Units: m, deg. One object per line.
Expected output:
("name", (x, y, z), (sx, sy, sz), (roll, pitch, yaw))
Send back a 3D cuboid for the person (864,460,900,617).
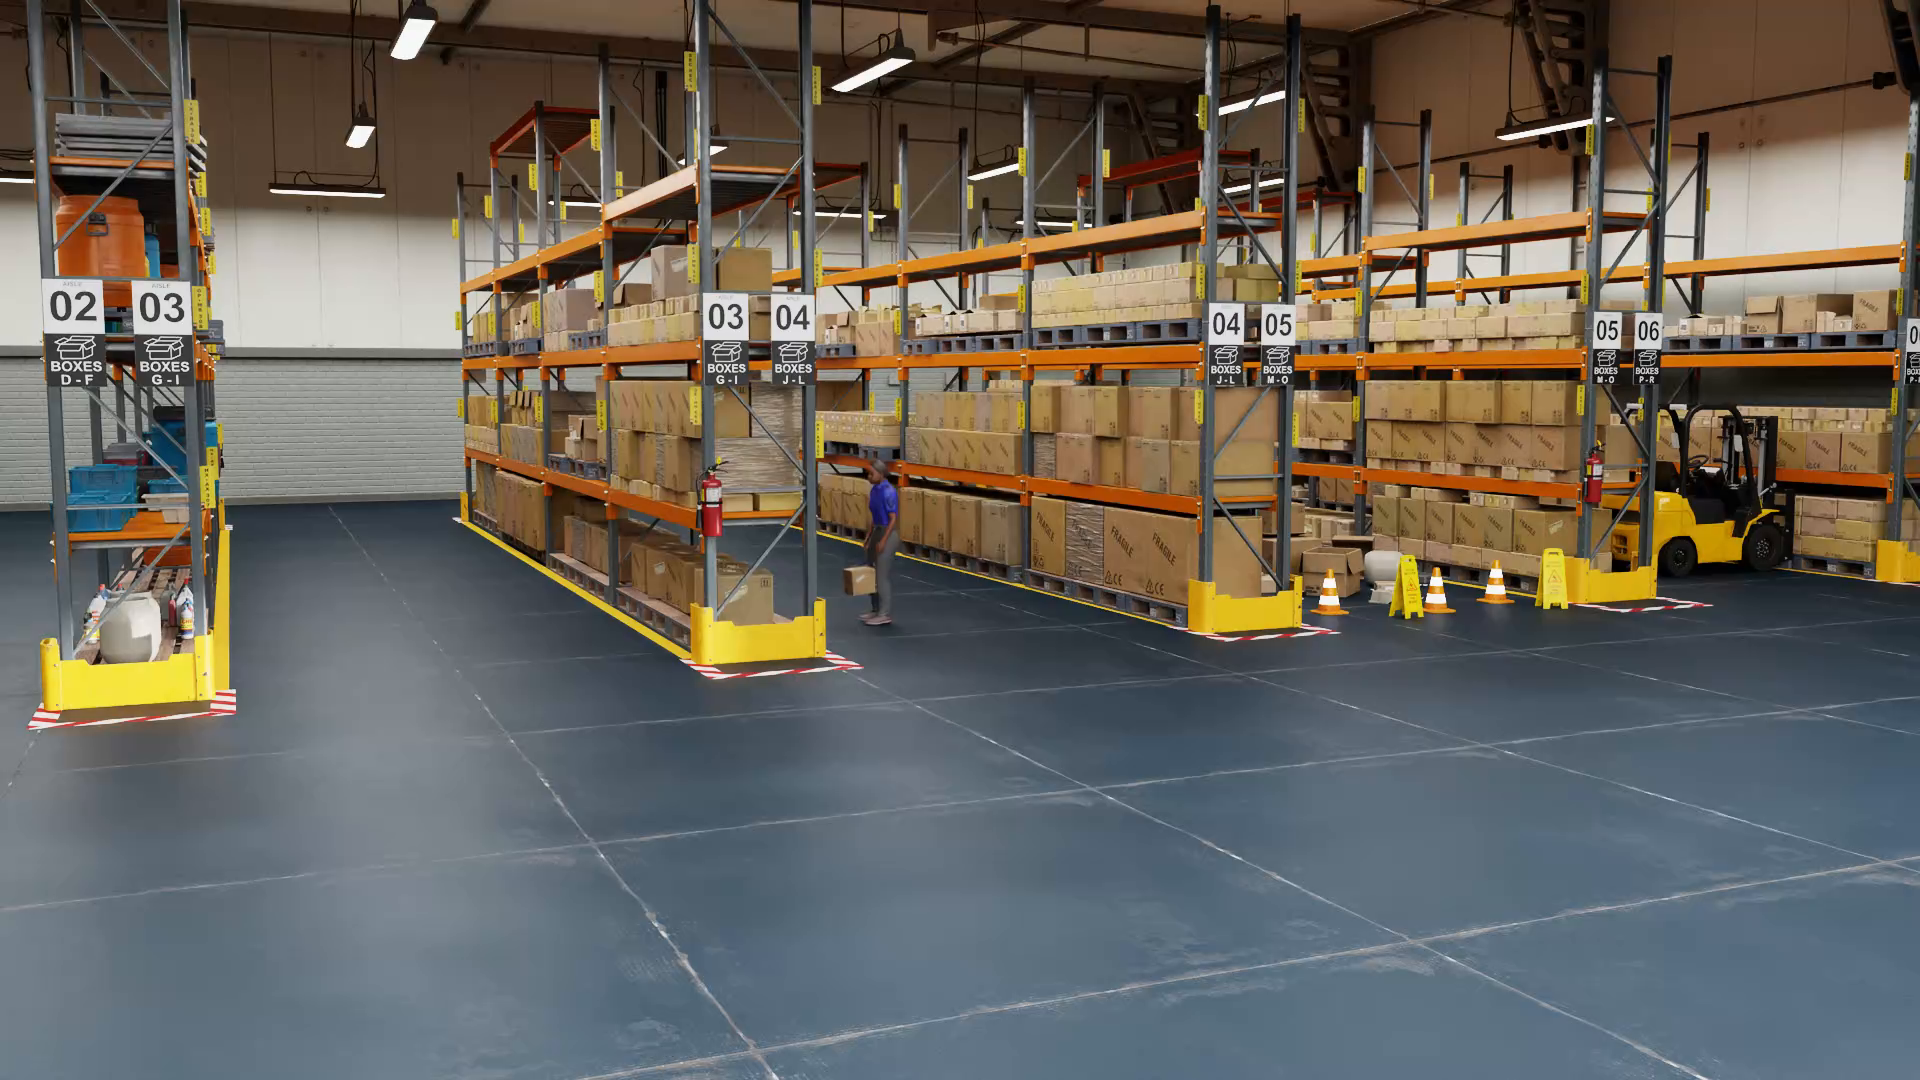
("person", (-0.790, -0.018, 16.842), (0.326, 1.589, 0.479), (-3, 6, -25))
